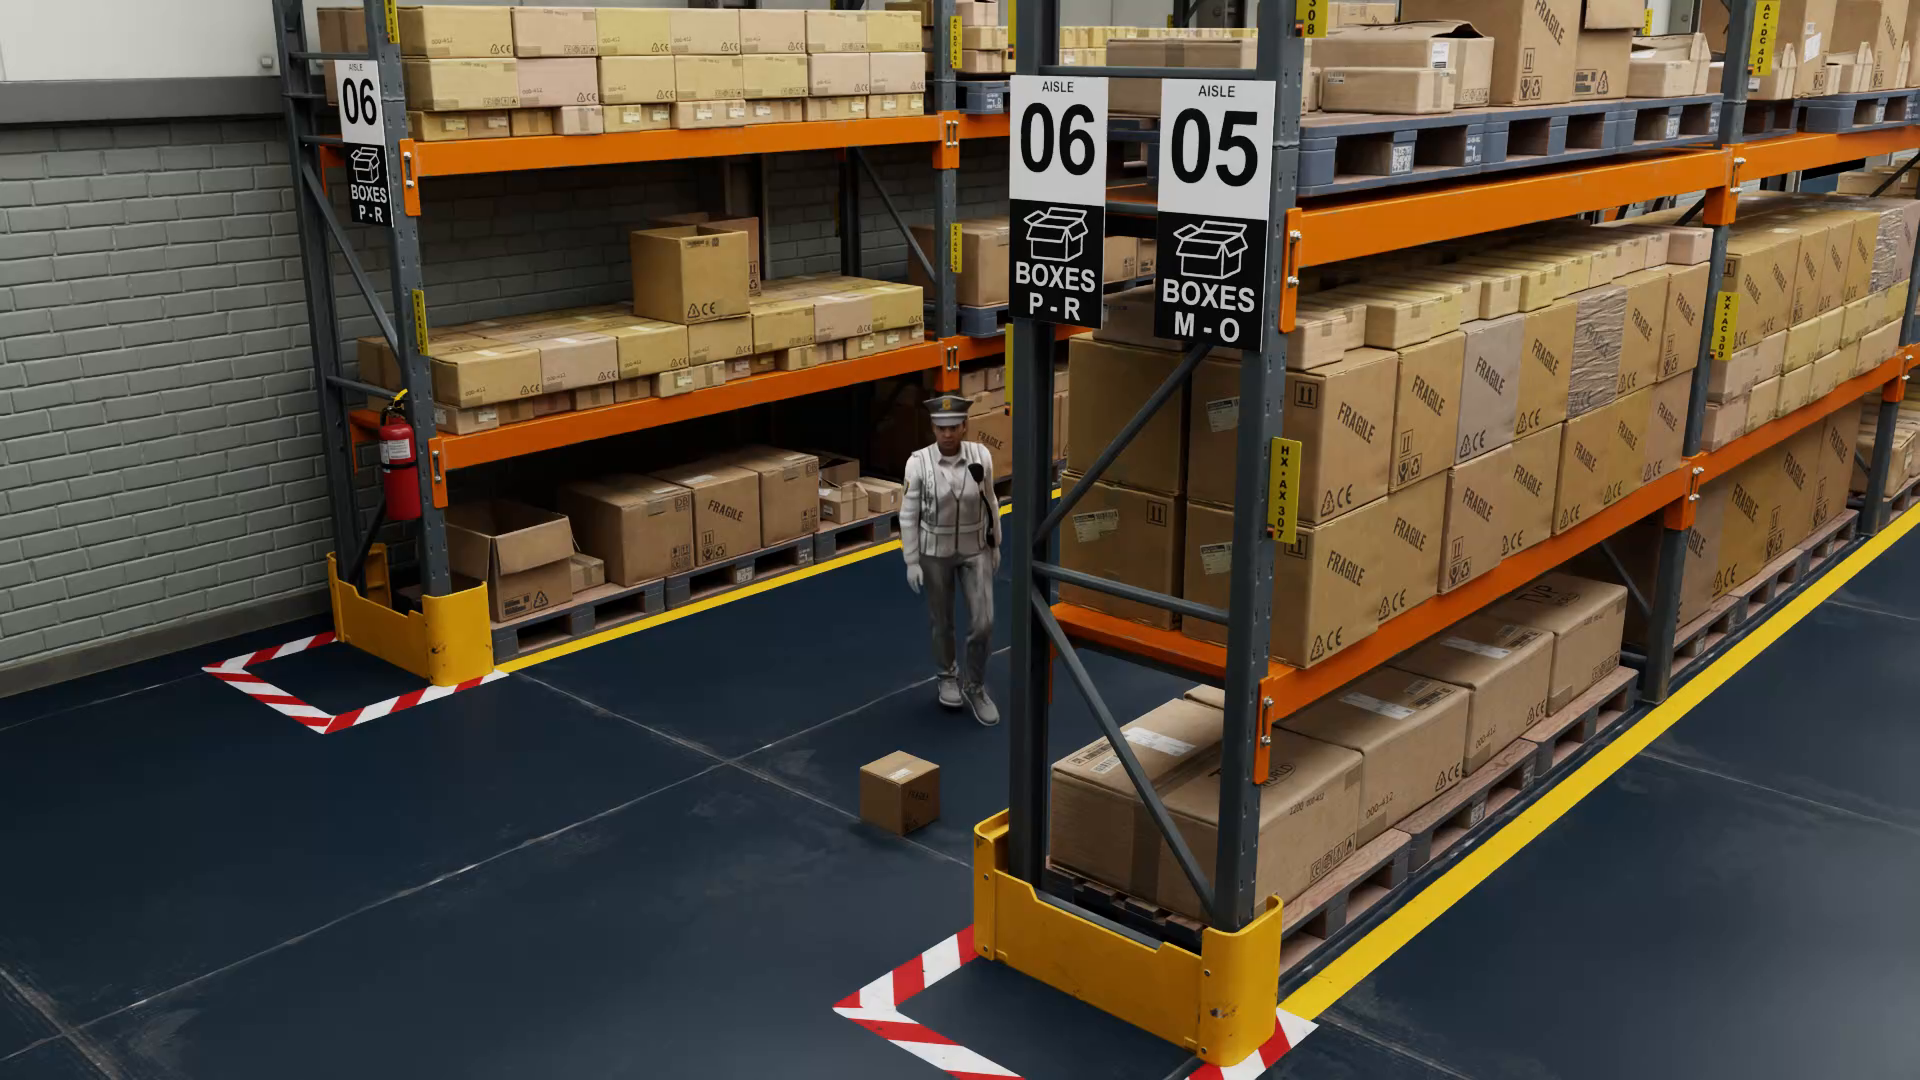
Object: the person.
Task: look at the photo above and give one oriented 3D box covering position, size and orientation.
[{"bbox_3d":[-0.044,0.092,8.249,0.519,1.707,0.535,-1,17,-5],"label":"person"}]
